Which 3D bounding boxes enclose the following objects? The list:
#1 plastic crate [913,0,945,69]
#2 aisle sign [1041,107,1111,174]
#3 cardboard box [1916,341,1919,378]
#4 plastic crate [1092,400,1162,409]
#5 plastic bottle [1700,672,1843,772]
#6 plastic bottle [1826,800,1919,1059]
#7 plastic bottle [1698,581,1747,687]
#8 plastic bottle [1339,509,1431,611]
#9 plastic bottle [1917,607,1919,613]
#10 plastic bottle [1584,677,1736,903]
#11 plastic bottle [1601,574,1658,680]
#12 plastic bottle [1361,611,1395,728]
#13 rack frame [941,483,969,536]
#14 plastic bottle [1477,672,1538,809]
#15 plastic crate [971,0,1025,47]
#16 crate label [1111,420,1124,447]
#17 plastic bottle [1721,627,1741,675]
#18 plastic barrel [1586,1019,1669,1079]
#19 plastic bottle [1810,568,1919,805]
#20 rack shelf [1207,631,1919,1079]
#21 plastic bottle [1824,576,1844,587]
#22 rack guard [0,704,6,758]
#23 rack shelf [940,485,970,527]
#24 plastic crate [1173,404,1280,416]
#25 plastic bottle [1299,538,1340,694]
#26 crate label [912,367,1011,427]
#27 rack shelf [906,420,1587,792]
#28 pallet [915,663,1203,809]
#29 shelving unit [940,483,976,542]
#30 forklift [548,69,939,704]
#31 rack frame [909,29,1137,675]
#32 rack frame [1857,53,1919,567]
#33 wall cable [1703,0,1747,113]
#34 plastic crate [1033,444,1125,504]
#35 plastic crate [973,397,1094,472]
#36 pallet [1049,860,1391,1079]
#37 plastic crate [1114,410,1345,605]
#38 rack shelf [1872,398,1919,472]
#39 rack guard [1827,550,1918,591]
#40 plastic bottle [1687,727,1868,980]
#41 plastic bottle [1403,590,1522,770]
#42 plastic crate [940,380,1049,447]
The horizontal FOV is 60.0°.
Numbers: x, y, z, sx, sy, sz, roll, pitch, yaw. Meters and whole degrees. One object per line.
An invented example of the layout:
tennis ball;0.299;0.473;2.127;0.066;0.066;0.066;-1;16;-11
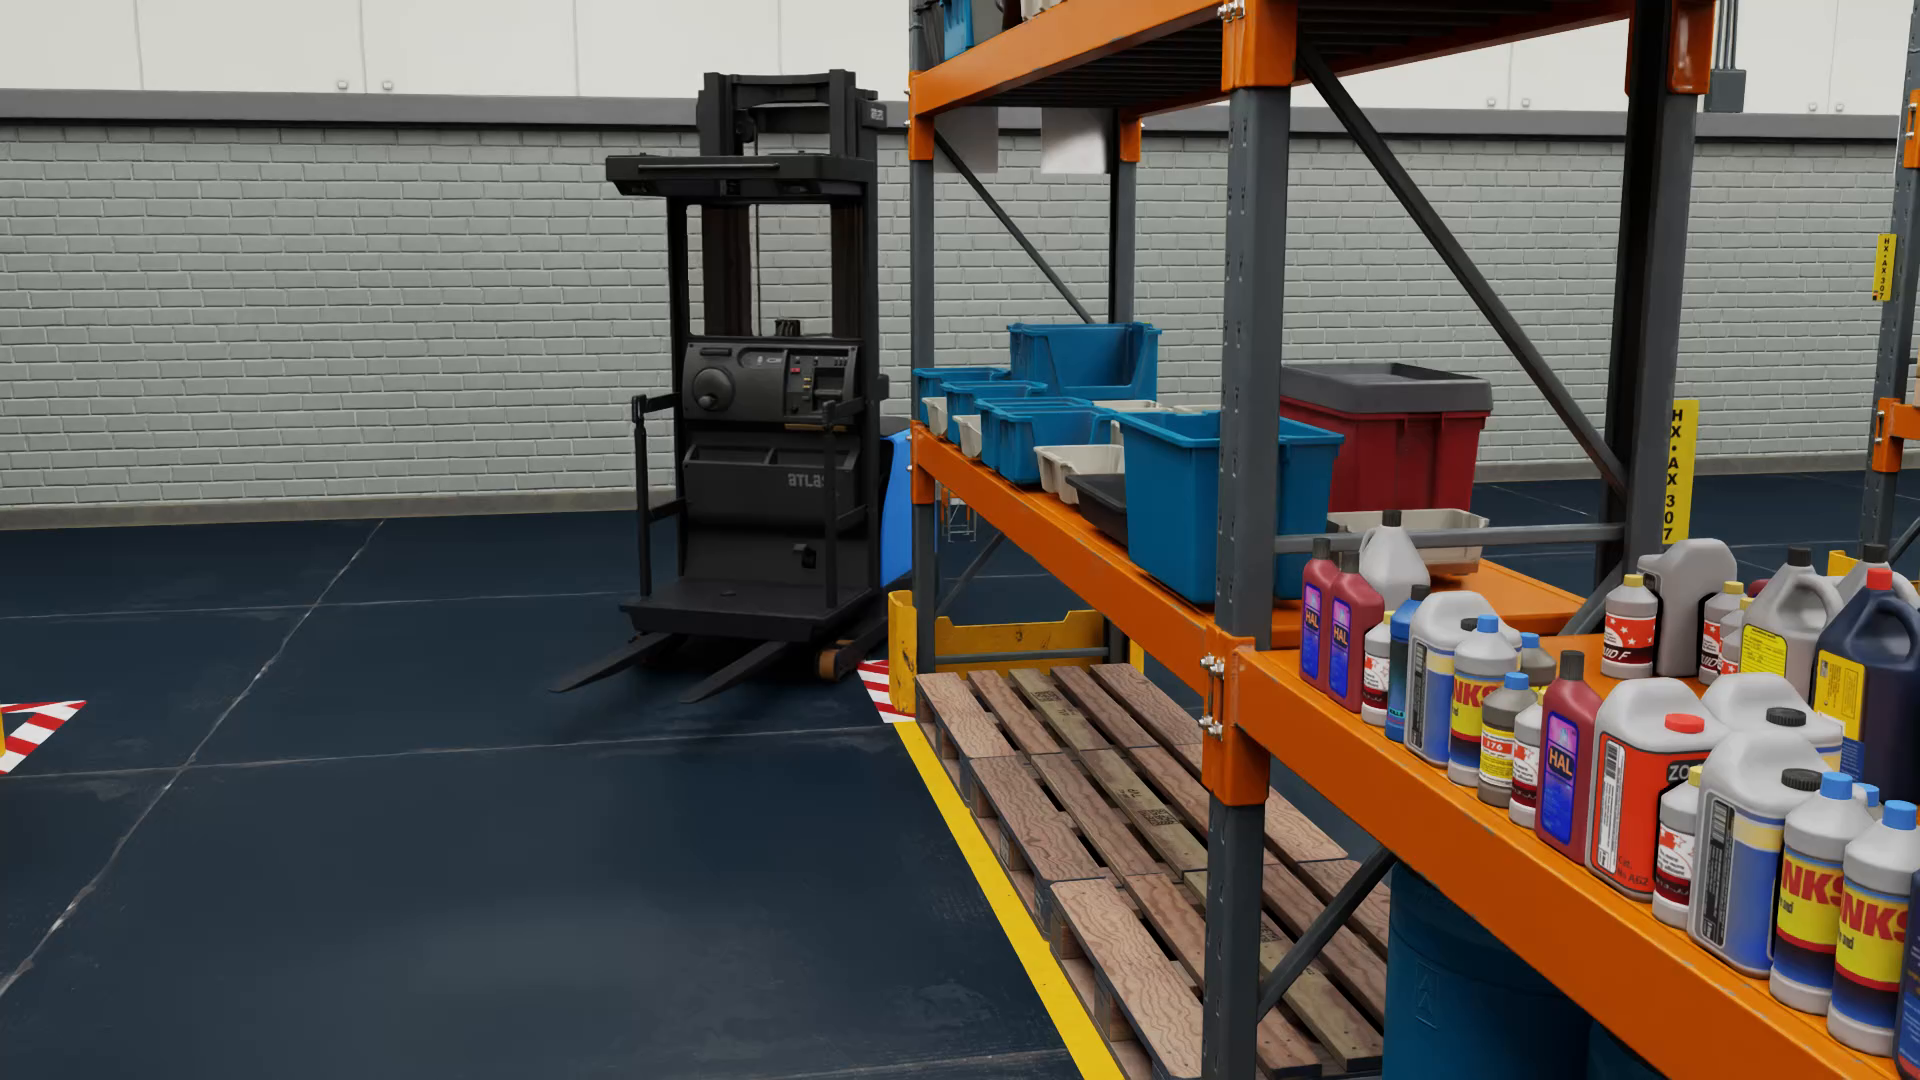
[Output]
plastic crate;0.082;-2.058;6.814;0.497;0.269;0.590;-2;11;-11
aisle sign;0.554;-2.030;7.388;0.394;0.787;0.004;-2;11;-11
cardboard box;4.968;-0.884;7.925;0.500;0.250;0.500;-2;11;-13
plastic crate;0.617;-0.486;6.774;0.396;0.136;0.243;-2;11;-11
plastic bottle;1.104;0.328;2.281;0.152;0.276;0.135;-2;11;-11
plastic bottle;1.015;0.419;1.818;0.097;0.271;0.097;0;11;0
plastic bottle;1.502;0.183;3.246;0.097;0.201;0.097;0;11;0
plastic bottle;0.817;0.112;3.216;0.144;0.351;0.185;-2;11;-11
plastic bottle;1.594;0.219;2.655;0.144;0.351;0.185;-2;11;-11
plastic bottle;0.955;0.334;2.252;0.152;0.276;0.135;-2;11;-11
plastic bottle;1.334;0.170;3.311;0.097;0.201;0.097;0;11;0
plastic bottle;0.778;0.230;2.999;0.097;0.201;0.097;0;11;0
rack frame;-0.034;-0.548;11.767;0.200;1.050;0.008;-2;11;-11
plastic bottle;0.861;0.308;2.588;0.097;0.201;0.097;0;11;0
plastic crate;0.308;-1.882;5.707;0.504;0.338;0.767;-2;11;-11
crate label;0.737;-0.382;6.228;0.396;0.136;0.243;-2;11;-11
plastic bottle;1.405;0.237;2.959;0.097;0.201;0.097;0;11;0
plastic barrel;1.286;1.059;2.599;0.600;0.901;0.708;-2;11;-11
plastic bottle;1.453;0.224;2.628;0.144;0.351;0.185;-2;11;-11
rack shelf;1.448;0.724;1.792;1.077;0.370;4.000;-2;11;-11
plastic bottle;1.524;0.193;2.993;0.152;0.276;0.135;-2;11;-11
rack guard;-4.564;0.692;6.724;1.175;0.500;0.348;-2;11;-11
rack shelf;-0.010;-0.242;11.704;0.215;0.259;0.240;-2;11;-11
plastic crate;0.942;-0.254;5.164;0.437;0.282;0.530;-2;11;-11
plastic bottle;0.712;0.144;3.228;0.061;0.283;0.133;-2;11;-11
crate label;0.006;-0.619;7.215;0.416;0.233;0.303;-2;11;-11
rack shelf;0.670;-0.009;5.646;1.077;0.370;4.000;-2;11;-11
pallet;0.403;0.793;6.965;1.003;0.211;1.213;-2;11;-11
shelving unit;-0.010;-0.526;11.650;0.215;1.050;0.252;-2;11;-11
forklift;-1.022;-0.831;8.223;1.130;2.935;3.031;3;11;16
rack frame;0.281;-0.729;7.506;1.000;3.000;0.127;-2;11;-11
rack frame;5.139;-0.909;8.453;1.000;3.000;0.127;-2;11;-11
wall cable;7.420;-6.599;13.698;2.277;5.999;0.120;-2;11;-11
plastic crate;0.425;-0.204;5.291;0.293;0.136;0.466;-2;11;-11
plastic crate;0.262;-0.378;5.947;0.416;0.233;0.300;-2;11;-11
pallet;0.878;1.241;4.614;1.003;0.211;1.213;-2;11;-11
plastic crate;0.633;-0.091;4.032;0.392;0.384;0.575;-2;11;-11
rack shelf;5.528;-0.189;6.593;1.077;0.370;4.000;-2;11;-11
rack guard;5.134;0.314;8.709;1.175;0.500;0.348;-2;11;-11
plastic bottle;1.000;0.376;2.029;0.152;0.276;0.135;-2;11;-11
plastic bottle;0.846;0.231;2.792;0.152;0.276;0.135;-2;11;-11
plastic crate;0.134;-0.499;6.581;0.416;0.233;0.300;-2;11;-11
